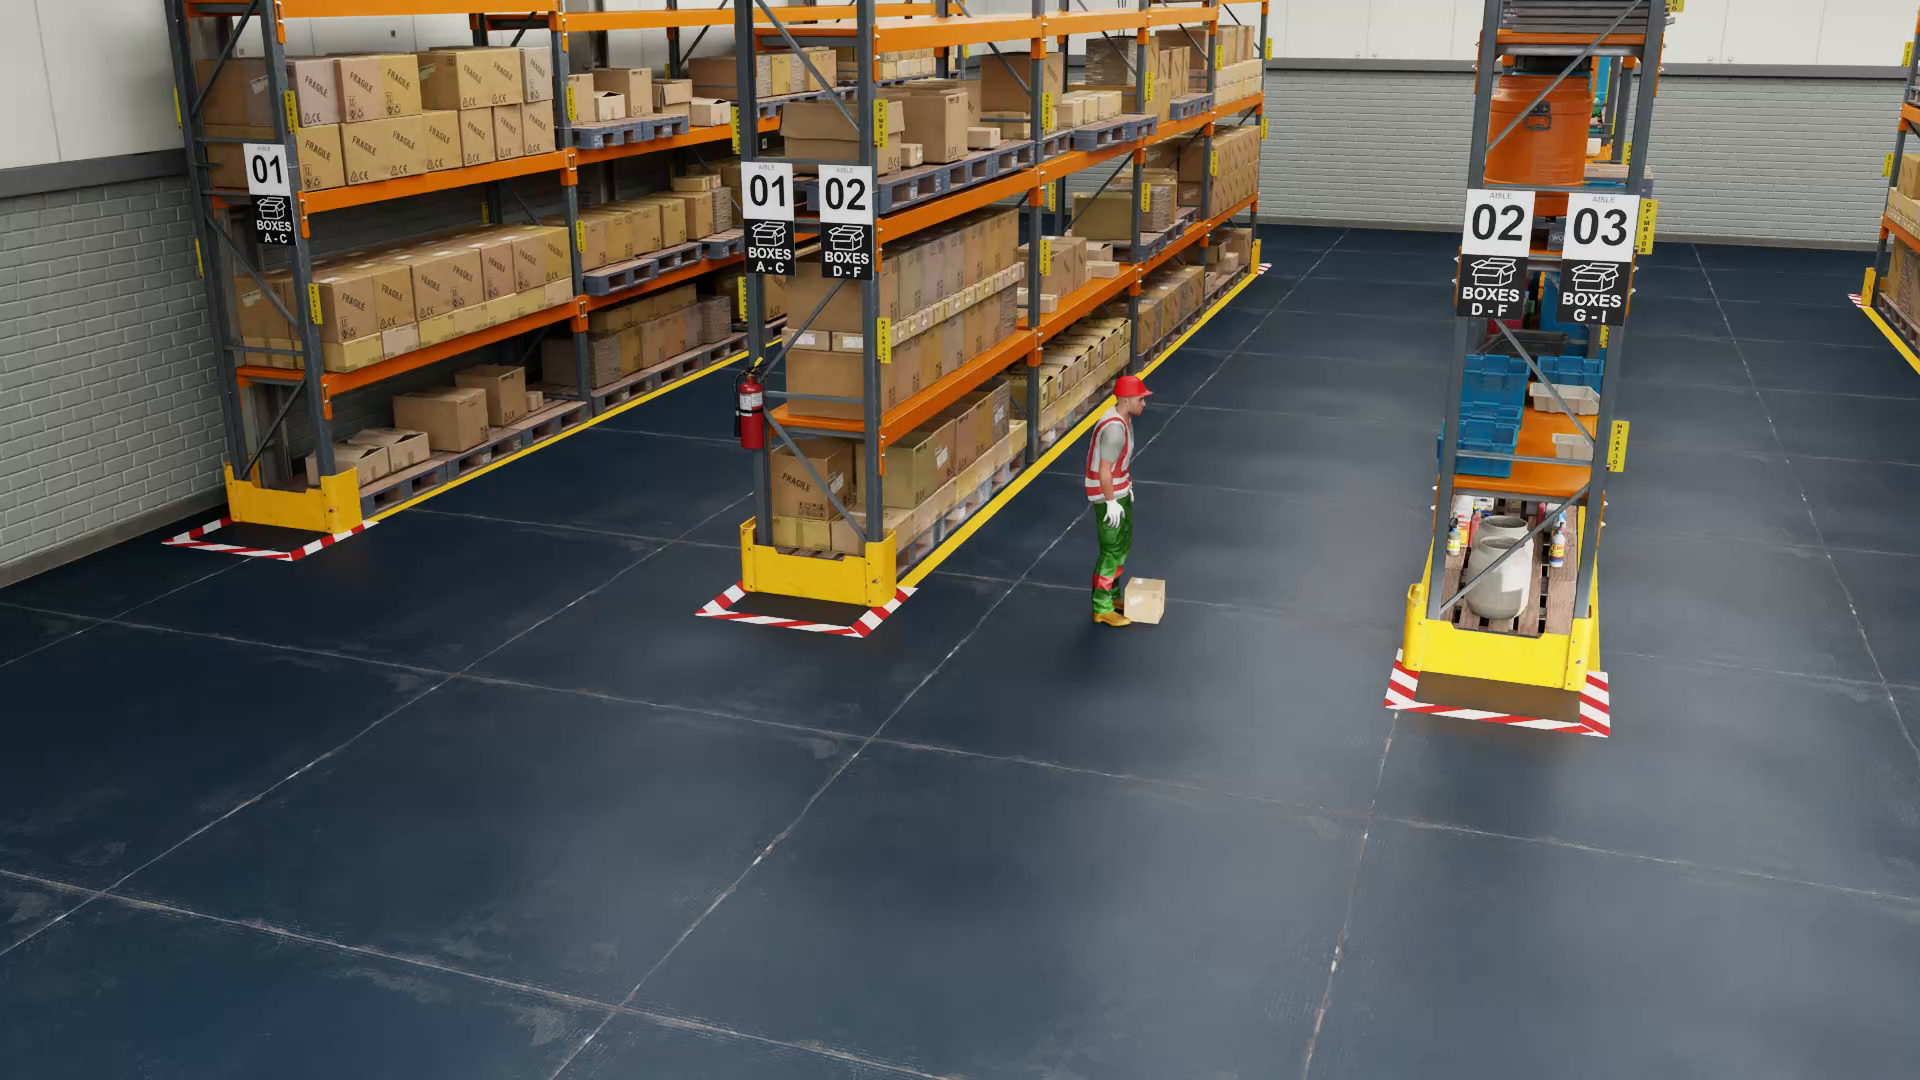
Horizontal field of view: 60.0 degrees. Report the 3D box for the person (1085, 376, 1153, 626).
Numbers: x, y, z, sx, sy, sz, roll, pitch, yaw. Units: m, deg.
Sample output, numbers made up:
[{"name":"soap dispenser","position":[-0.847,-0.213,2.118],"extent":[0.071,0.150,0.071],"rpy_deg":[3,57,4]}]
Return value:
[{"name":"person","position":[1.132,-0.308,11.960],"extent":[0.452,1.779,0.618],"rpy_deg":[5,19,15]}]
